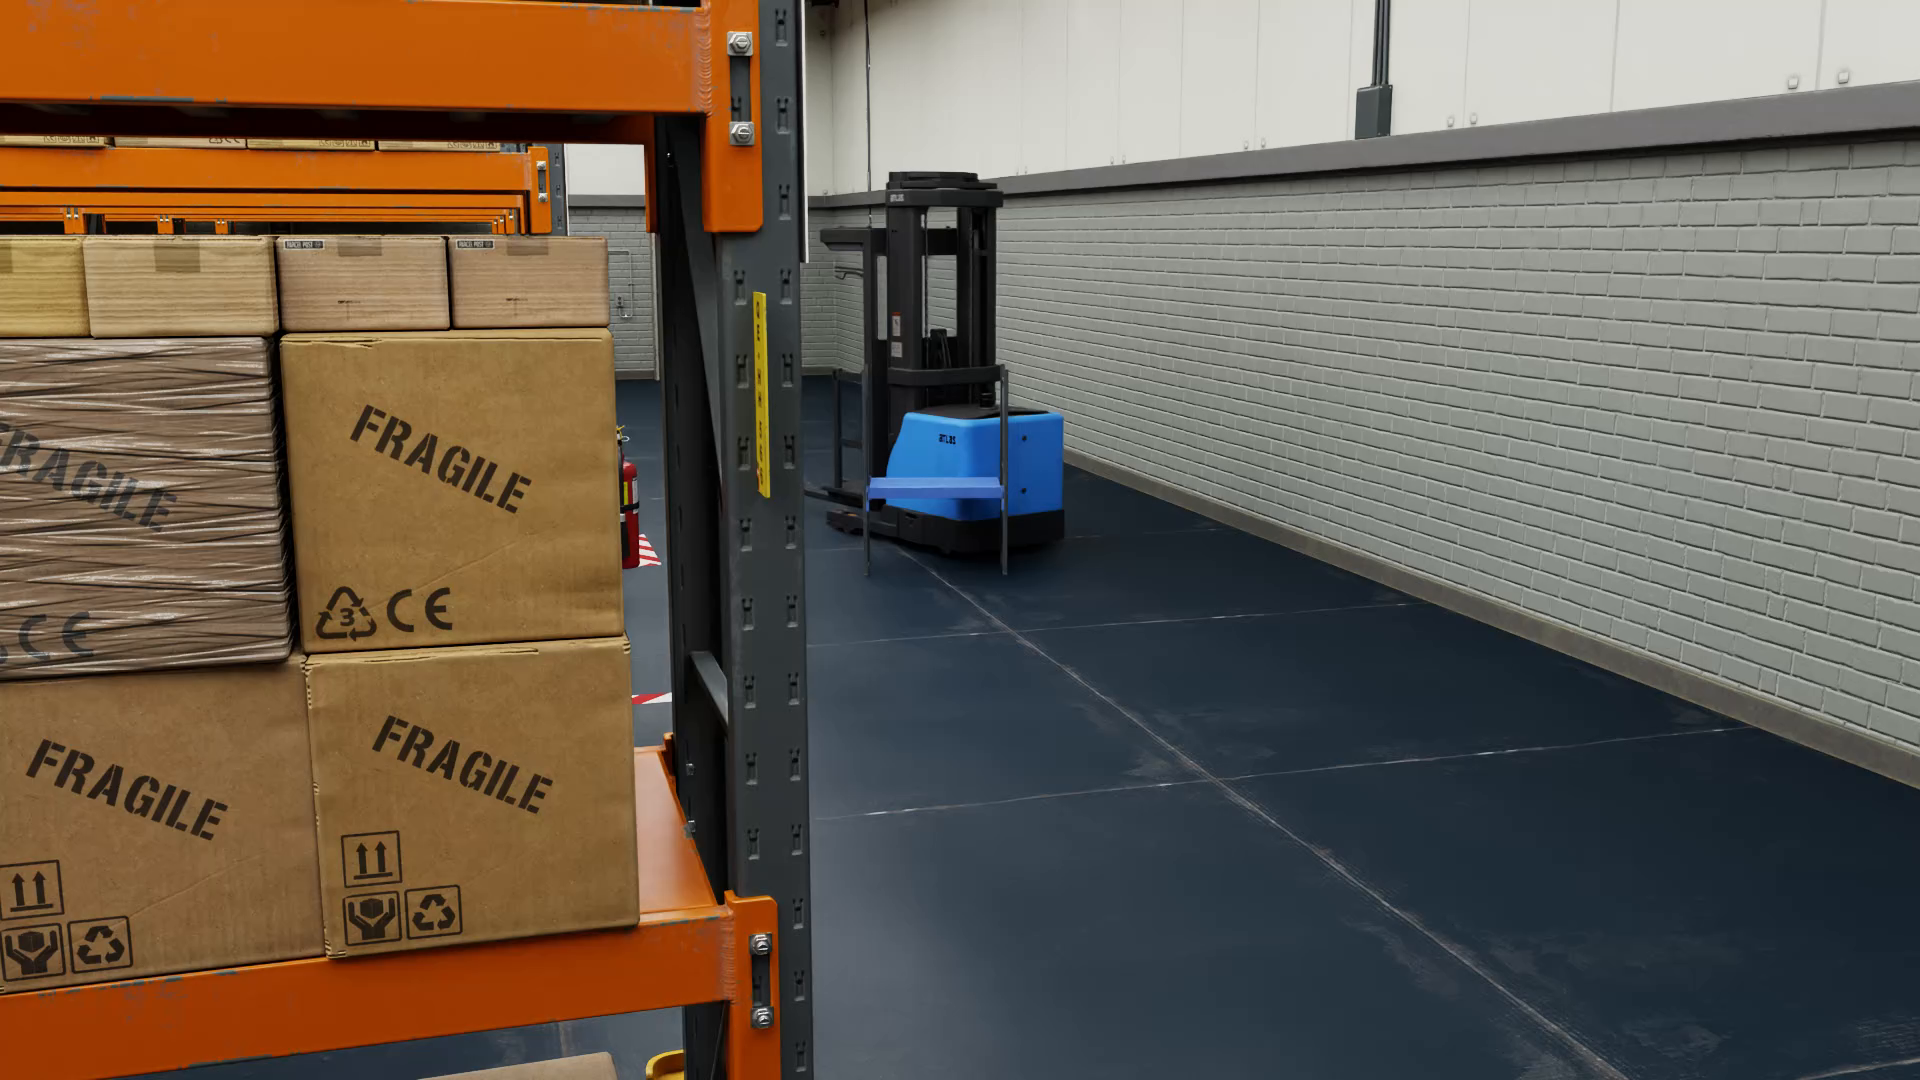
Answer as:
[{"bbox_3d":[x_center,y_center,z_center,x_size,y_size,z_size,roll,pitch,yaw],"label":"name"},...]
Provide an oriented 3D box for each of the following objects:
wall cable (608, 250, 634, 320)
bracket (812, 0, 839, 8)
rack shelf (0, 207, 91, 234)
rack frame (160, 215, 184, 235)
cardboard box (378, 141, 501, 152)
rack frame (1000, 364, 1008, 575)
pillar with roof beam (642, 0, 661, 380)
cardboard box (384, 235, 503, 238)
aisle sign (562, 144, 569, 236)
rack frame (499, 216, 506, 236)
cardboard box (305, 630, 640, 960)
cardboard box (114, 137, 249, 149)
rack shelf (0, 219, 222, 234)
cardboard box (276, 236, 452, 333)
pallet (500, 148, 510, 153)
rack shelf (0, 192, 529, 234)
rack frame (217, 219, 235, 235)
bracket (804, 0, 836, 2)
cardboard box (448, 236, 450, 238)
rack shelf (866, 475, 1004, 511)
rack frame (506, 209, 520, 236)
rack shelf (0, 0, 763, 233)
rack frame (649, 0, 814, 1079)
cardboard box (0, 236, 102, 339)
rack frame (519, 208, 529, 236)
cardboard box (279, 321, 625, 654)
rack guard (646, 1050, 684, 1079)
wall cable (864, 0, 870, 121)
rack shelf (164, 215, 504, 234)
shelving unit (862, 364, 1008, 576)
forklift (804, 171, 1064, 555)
[{"bbox_3d":[-6.417,-4.679,27.869,1.851,1.984,0.084,-3,11,-16],"label":"wall cable"},{"bbox_3d":[-2.259,-9.037,27.836,0.430,0.232,0.235,-3,11,-16],"label":"bracket"},{"bbox_3d":[-10.374,-3.045,15.505,4.000,0.370,1.077,-3,11,-16],"label":"rack shelf"},{"bbox_3d":[-9.835,-2.886,20.940,0.127,3.000,1.000,-3,11,-16],"label":"rack frame"},{"bbox_3d":[-2.302,-1.832,7.340,0.500,0.250,0.500,-3,11,-17],"label":"cardboard box"},{"bbox_3d":[0.324,-0.527,12.266,0.032,1.500,0.500,0,10,-1],"label":"rack frame"},{"bbox_3d":[-3.828,-6.439,23.667,0.548,9.000,9.100,-3,11,-16],"label":"pillar with roof beam"},{"bbox_3d":[-2.309,-1.120,7.485,0.500,0.500,0.500,-3,11,-17],"label":"cardboard box"},{"bbox_3d":[-1.786,-1.729,7.474,0.004,0.787,0.394,-3,11,-16],"label":"aisle sign"},{"bbox_3d":[-5.994,-3.089,22.039,0.127,3.000,1.000,-3,11,-16],"label":"rack frame"},{"bbox_3d":[-0.848,0.378,2.935,0.500,0.500,0.500,-3,11,-16],"label":"cardboard box"},{"bbox_3d":[-3.270,-1.782,7.069,0.500,0.250,0.500,-3,11,-13],"label":"cardboard box"},{"bbox_3d":[-13.143,-4.767,24.860,4.000,0.370,1.077,-3,11,-16],"label":"rack shelf"},{"bbox_3d":[-0.985,-0.434,2.788,0.250,0.149,0.380,-3,11,-15],"label":"cardboard box"},{"bbox_3d":[-3.938,-2.759,12.207,1.213,0.211,1.003,-3,11,-16],"label":"pallet"},{"bbox_3d":[-5.149,-2.387,11.928,4.000,0.370,1.077,-3,11,-16],"label":"rack shelf"},{"bbox_3d":[-11.223,-3.747,25.616,0.127,3.000,1.000,-3,11,-16],"label":"rack frame"},{"bbox_3d":[-2.826,-9.007,27.674,3.189,0.066,0.076,-3,11,-16],"label":"bracket"},{"bbox_3d":[-1.109,-0.508,3.192,0.250,0.149,0.380,-3,11,-15],"label":"cardboard box"},{"bbox_3d":[-0.185,-0.348,12.285,1.000,0.185,0.538,0,10,-1],"label":"rack shelf"},{"bbox_3d":[-4.613,-2.227,17.361,0.127,3.000,1.000,-3,11,-16],"label":"rack frame"},{"bbox_3d":[-2.379,-0.664,2.570,4.000,0.370,1.077,-3,11,-16],"label":"rack shelf"},{"bbox_3d":[-0.458,0.357,3.323,0.053,2.616,0.949,-3,11,-16],"label":"rack frame"},{"bbox_3d":[-1.462,-0.400,2.607,0.250,0.149,0.380,-3,11,-15],"label":"cardboard box"},{"bbox_3d":[-3.229,-1.366,12.684,0.127,3.000,1.000,-3,11,-16],"label":"rack frame"},{"bbox_3d":[-0.855,-0.119,2.869,0.500,0.500,0.500,-3,11,-14],"label":"cardboard box"},{"bbox_3d":[-0.436,1.584,3.559,0.348,0.500,1.175,-3,11,-16],"label":"rack guard"},{"bbox_3d":[-1.096,-7.611,24.659,0.112,2.526,3.097,-3,11,-16],"label":"wall cable"},{"bbox_3d":[-7.915,-4.109,21.283,4.000,0.370,1.077,-3,11,-16],"label":"rack shelf"},{"bbox_3d":[-0.185,-0.524,12.253,1.048,1.500,0.538,0,10,-1],"label":"shelving unit"},{"bbox_3d":[-0.464,-1.544,13.839,1.130,2.935,3.031,-8,13,-37],"label":"forklift"}]
